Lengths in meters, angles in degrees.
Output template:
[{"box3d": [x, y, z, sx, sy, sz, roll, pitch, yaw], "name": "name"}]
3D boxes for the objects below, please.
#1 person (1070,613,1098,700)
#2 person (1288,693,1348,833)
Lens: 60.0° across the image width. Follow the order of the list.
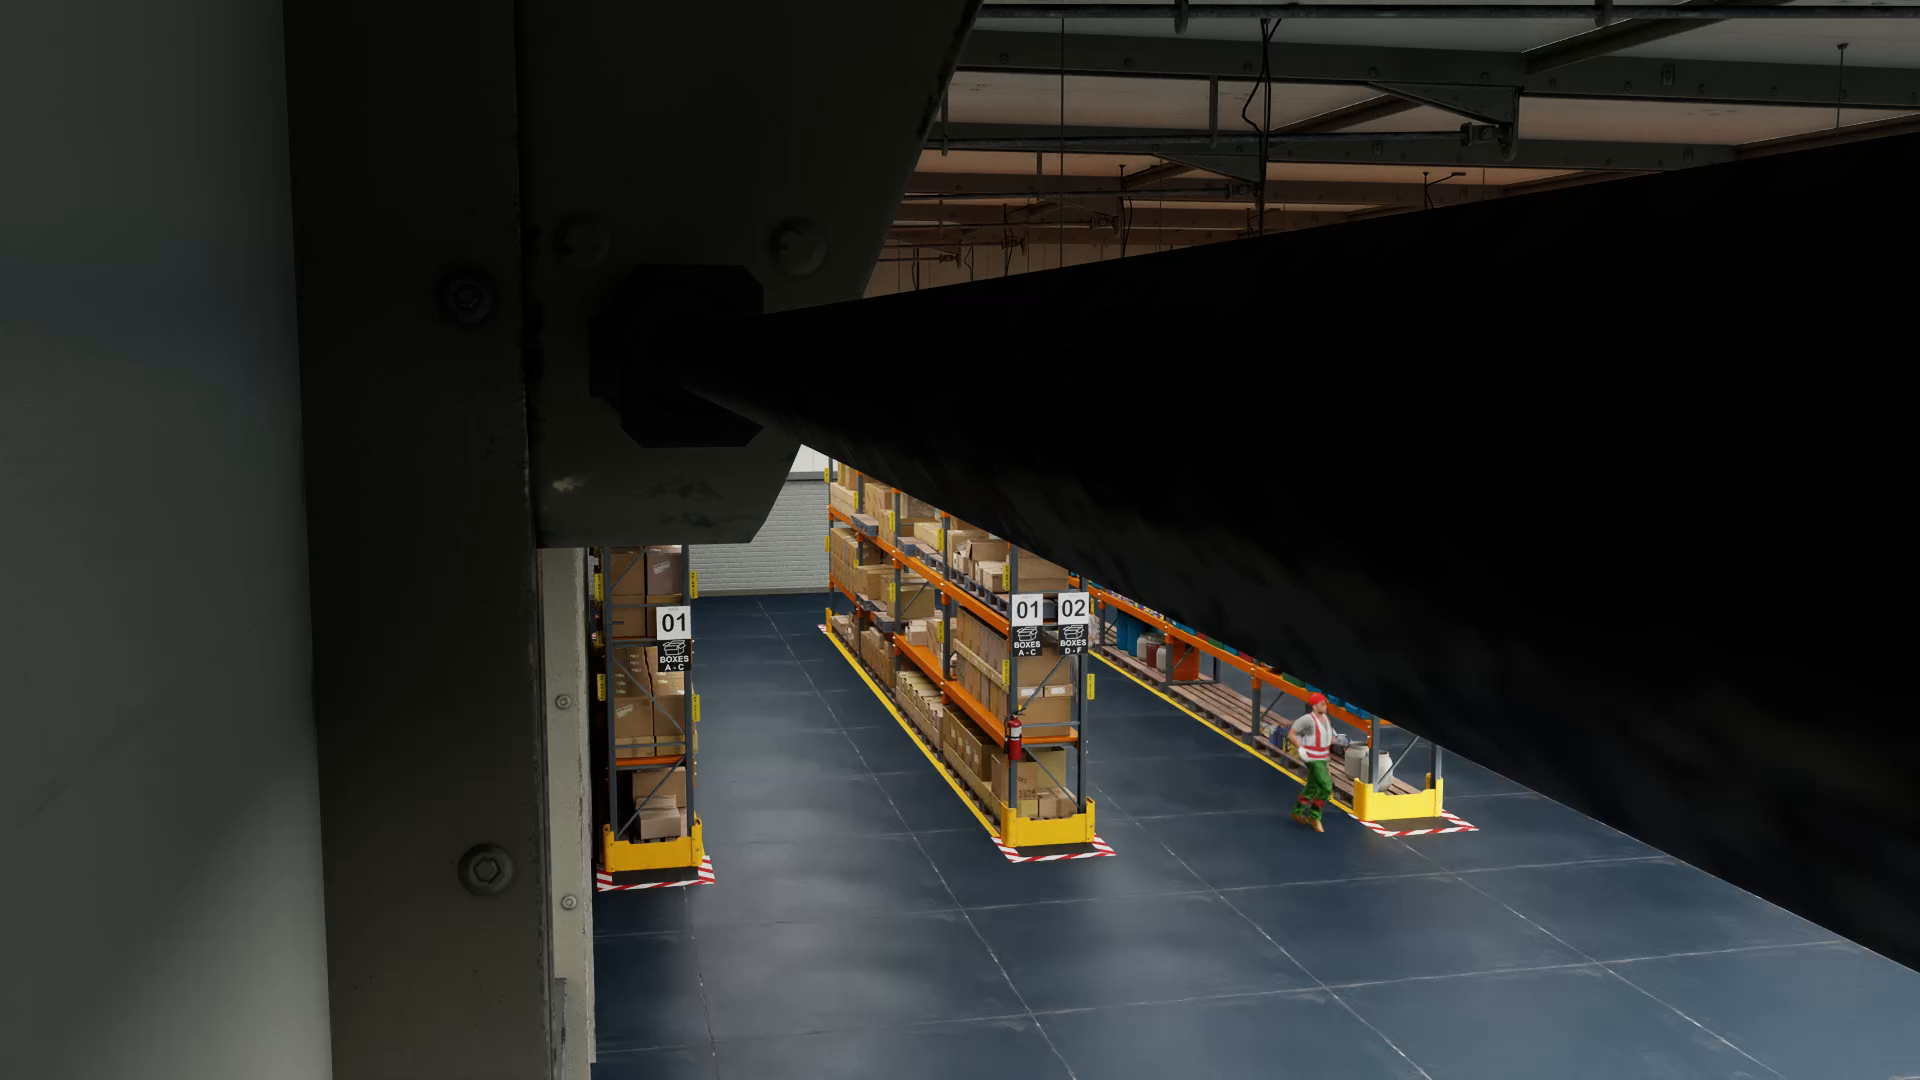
[{"box3d": [2.036, 1.846, 28.296, 0.655, 1.816, 0.851, -1, 7, -12], "name": "person"}, {"box3d": [4.648, 2.890, 21.637, 0.748, 1.821, 0.632, 6, 9, 40], "name": "person"}]
